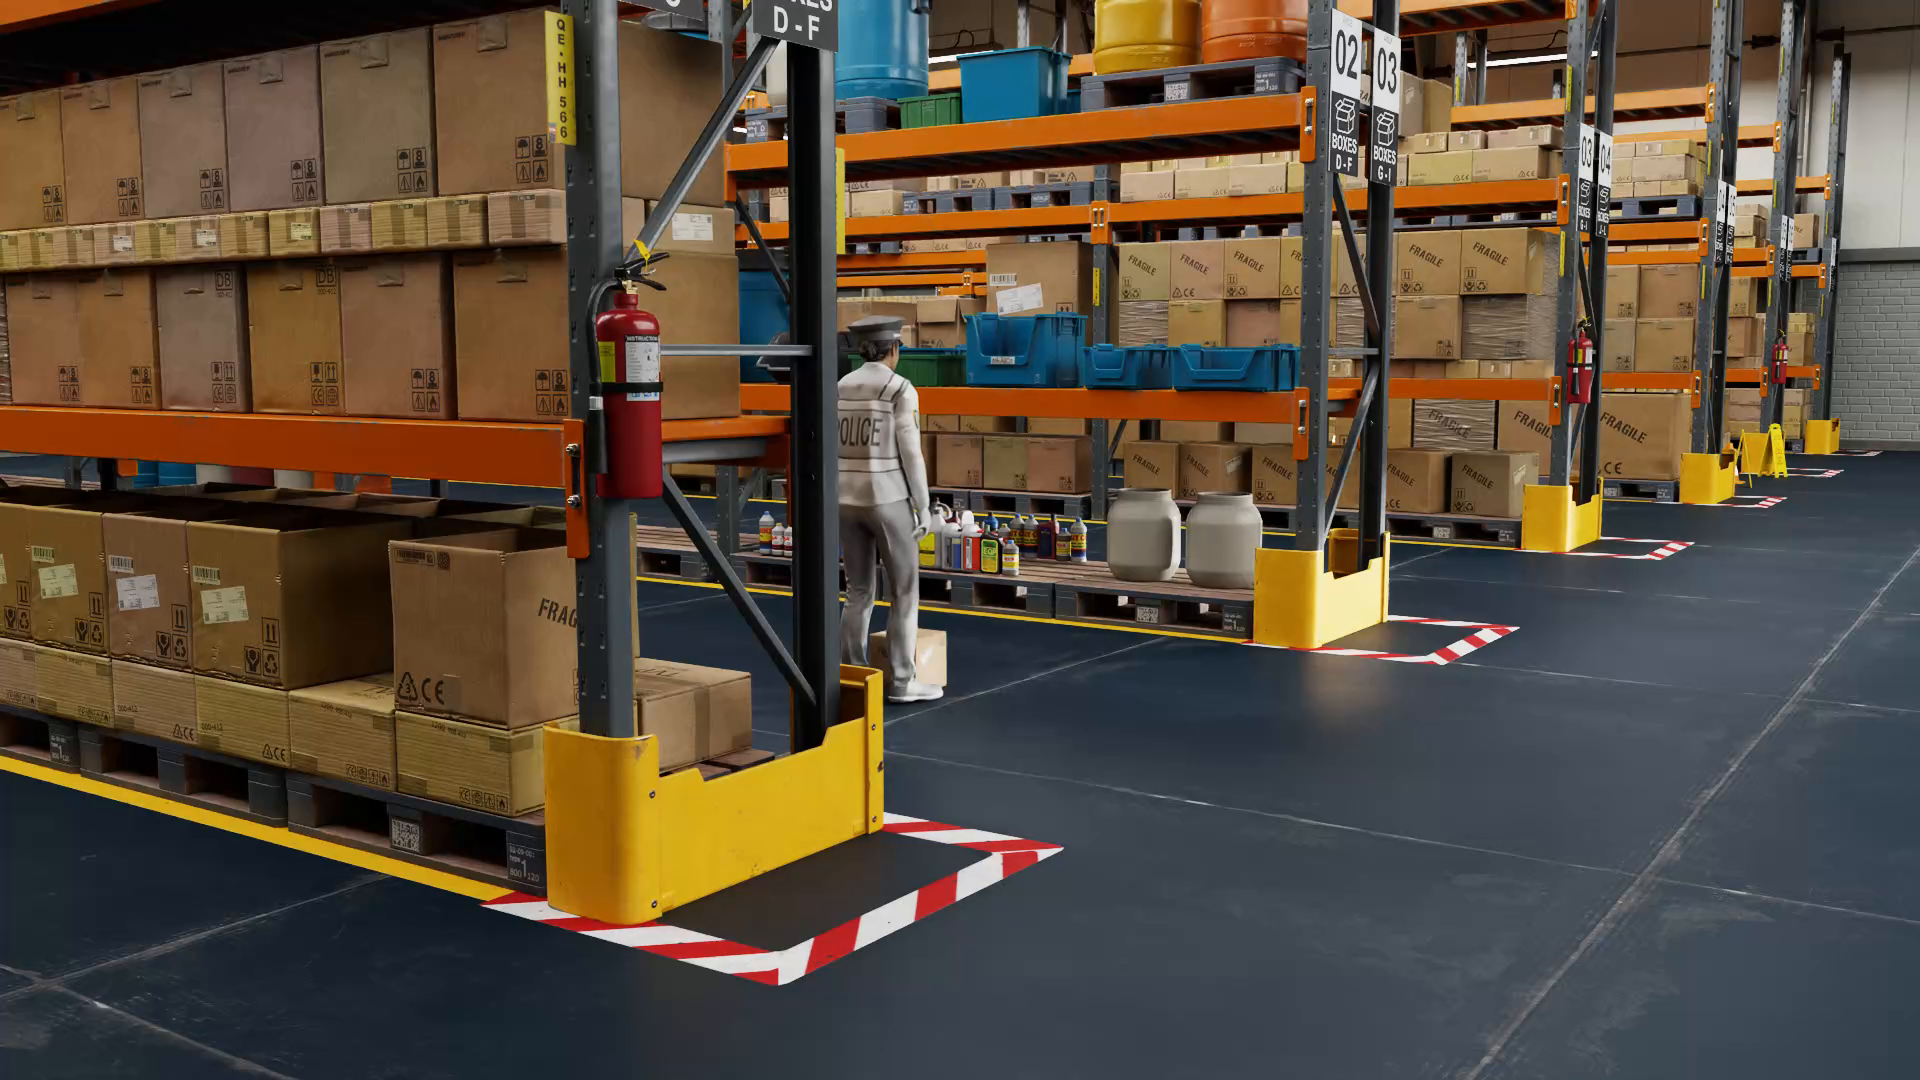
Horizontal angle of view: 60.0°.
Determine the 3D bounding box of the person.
[{"bbox_3d":[-0.363,-0.137,7.210,0.530,1.662,0.375,4,7,31],"label":"person"}]
